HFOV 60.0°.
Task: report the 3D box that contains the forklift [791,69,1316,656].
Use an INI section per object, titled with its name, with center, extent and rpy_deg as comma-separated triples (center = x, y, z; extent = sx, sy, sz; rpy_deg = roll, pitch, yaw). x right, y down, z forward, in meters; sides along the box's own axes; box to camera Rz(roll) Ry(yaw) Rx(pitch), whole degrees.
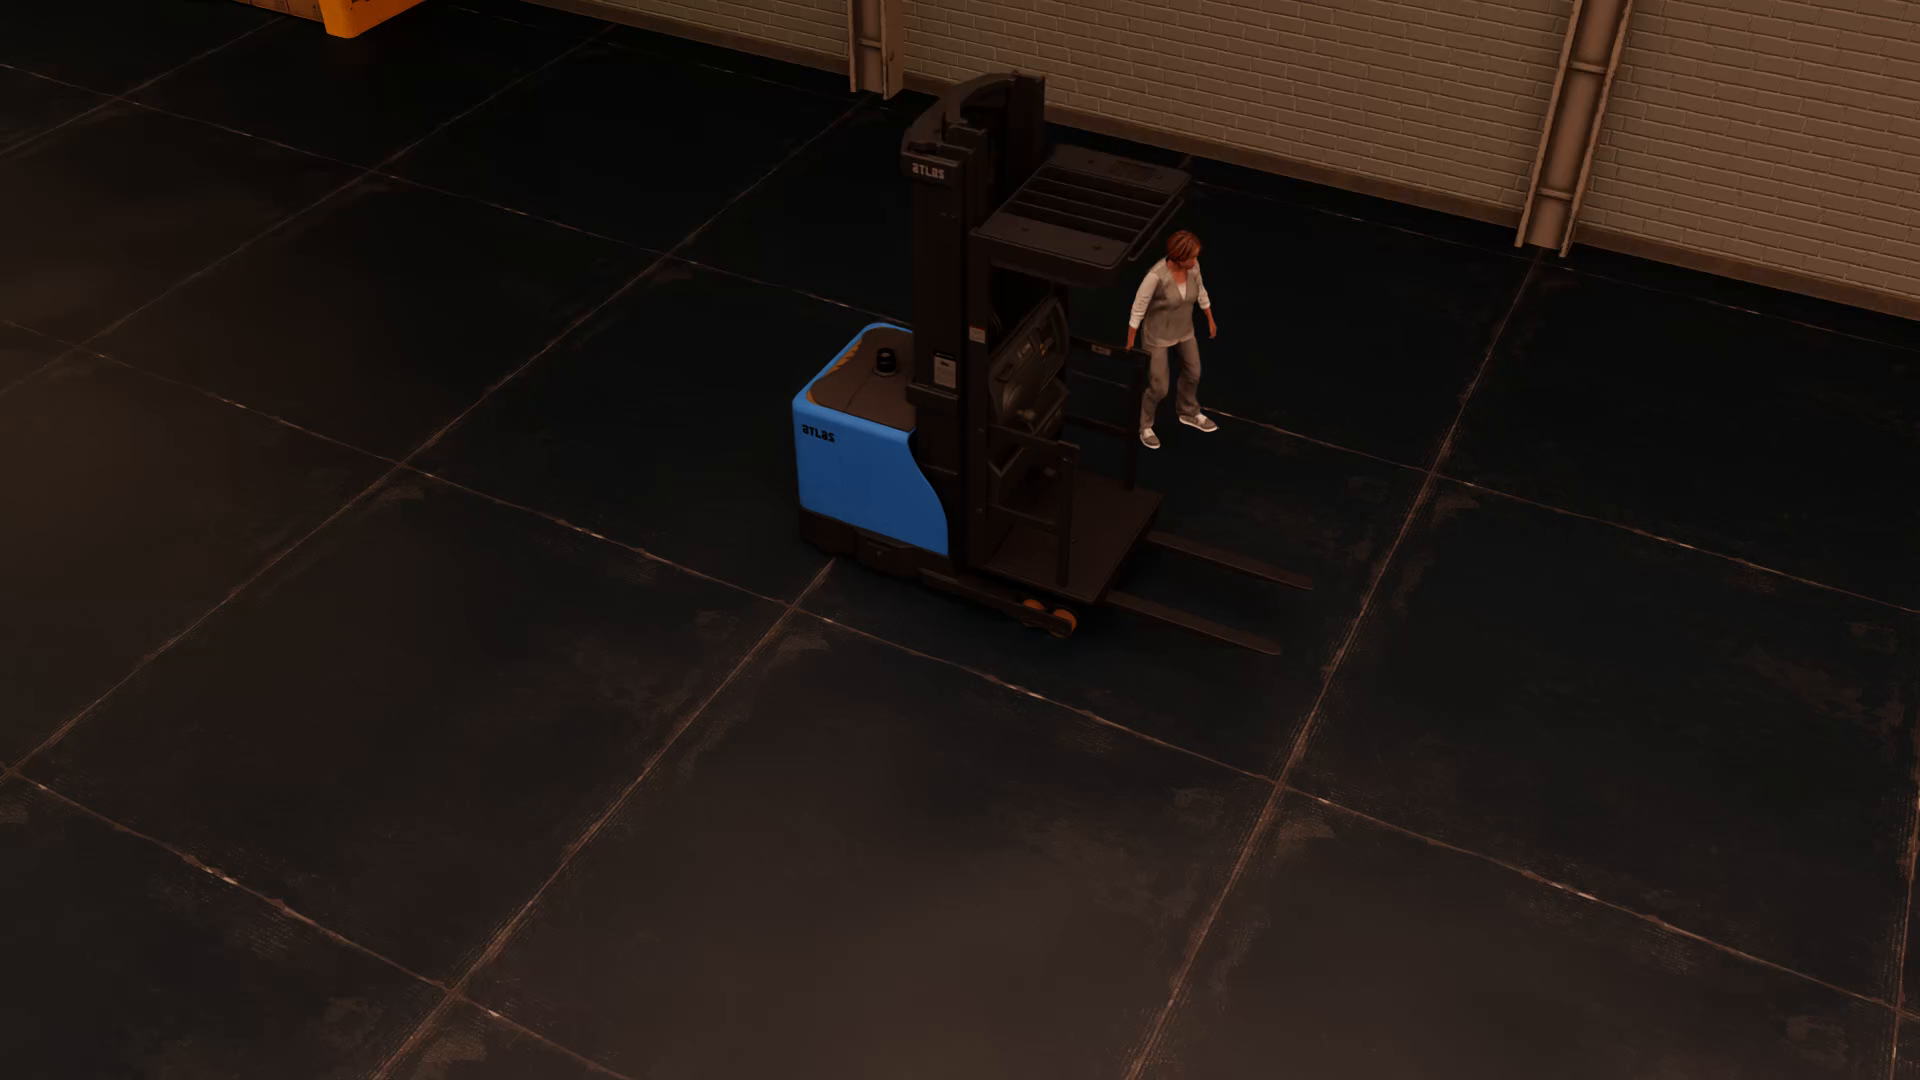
[forklift]
center = 0.562, -0.950, 9.114
extent = 3.031, 2.935, 1.130
rpy_deg = 18, 43, 20

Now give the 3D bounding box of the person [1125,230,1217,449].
[person]
center = 1.355, -1.299, 10.589
extent = 0.687, 1.572, 0.339
rpy_deg = -22, 45, -24
